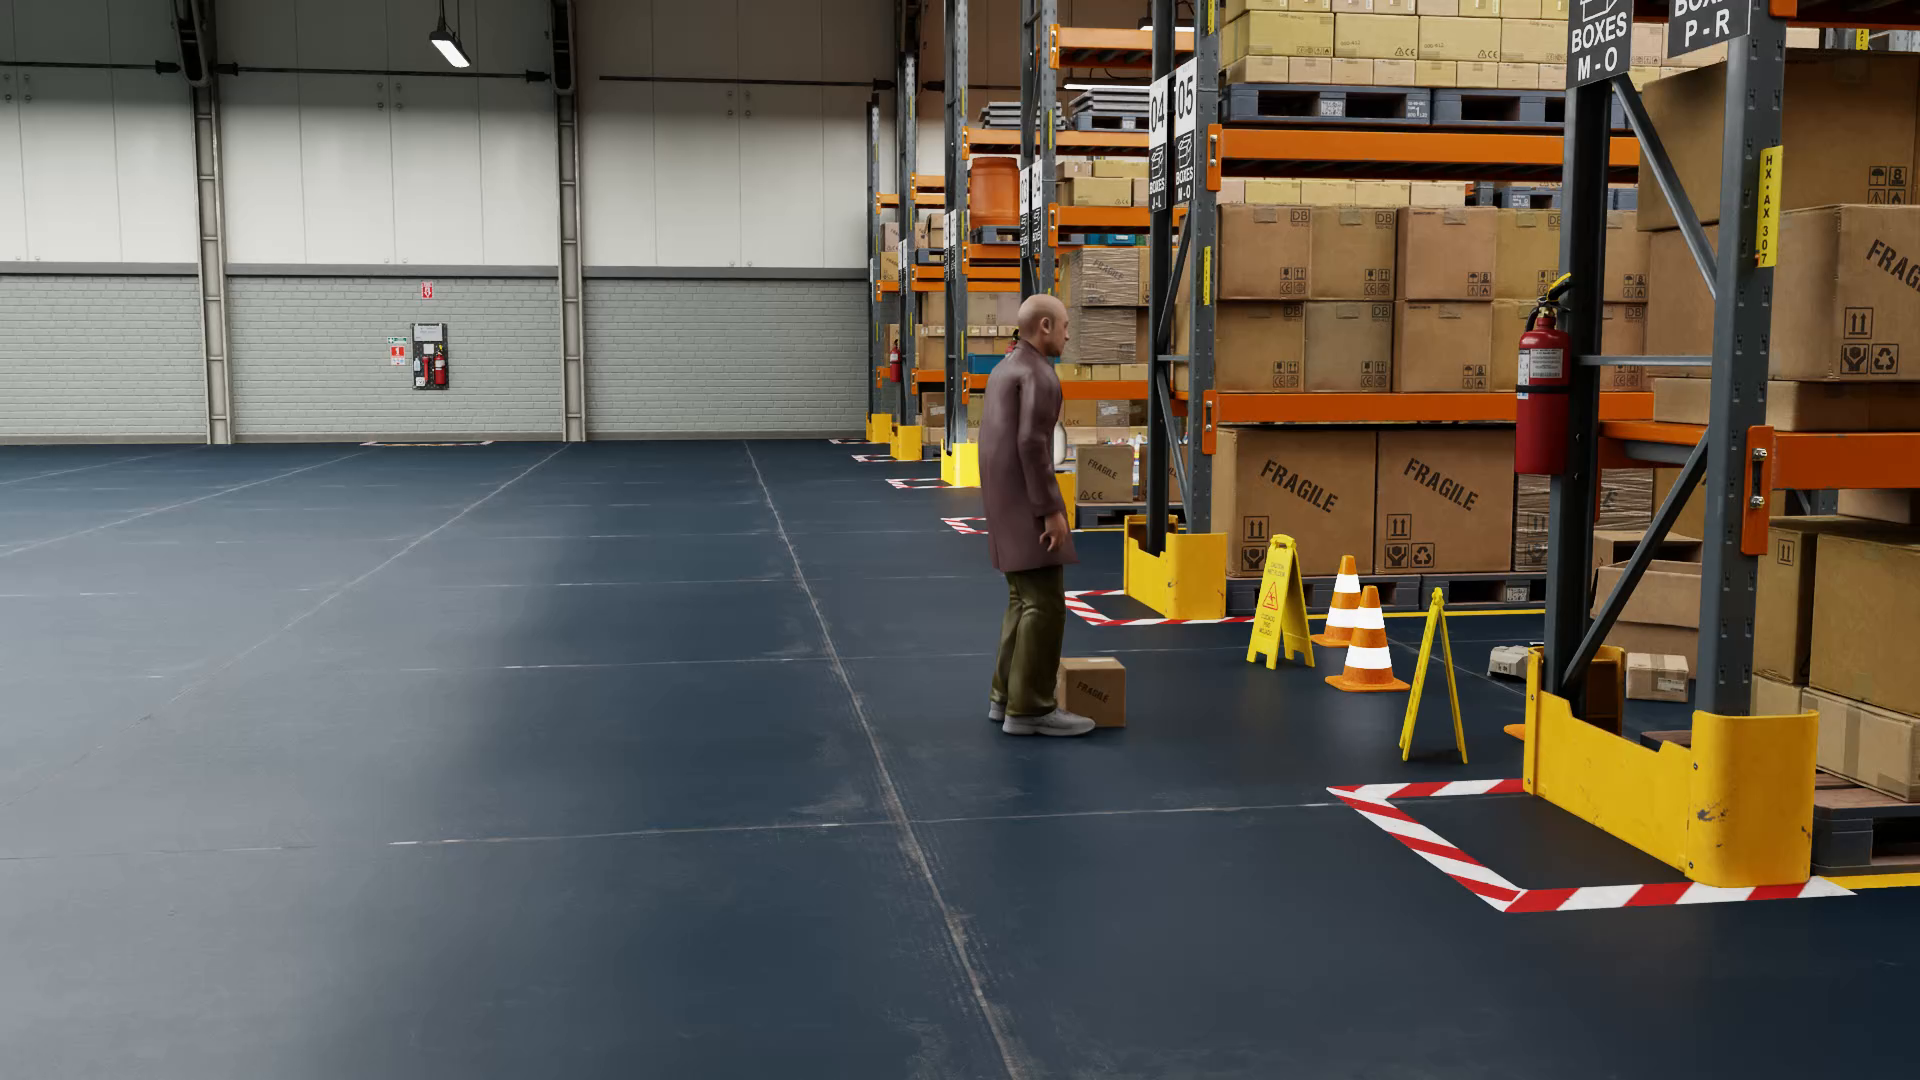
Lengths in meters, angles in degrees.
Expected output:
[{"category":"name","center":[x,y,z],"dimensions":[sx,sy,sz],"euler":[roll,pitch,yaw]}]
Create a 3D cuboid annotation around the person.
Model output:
[{"category":"person","center":[0.294,-0.116,6.827],"dimensions":[0.429,1.772,0.644],"euler":[-1,6,-12]}]
